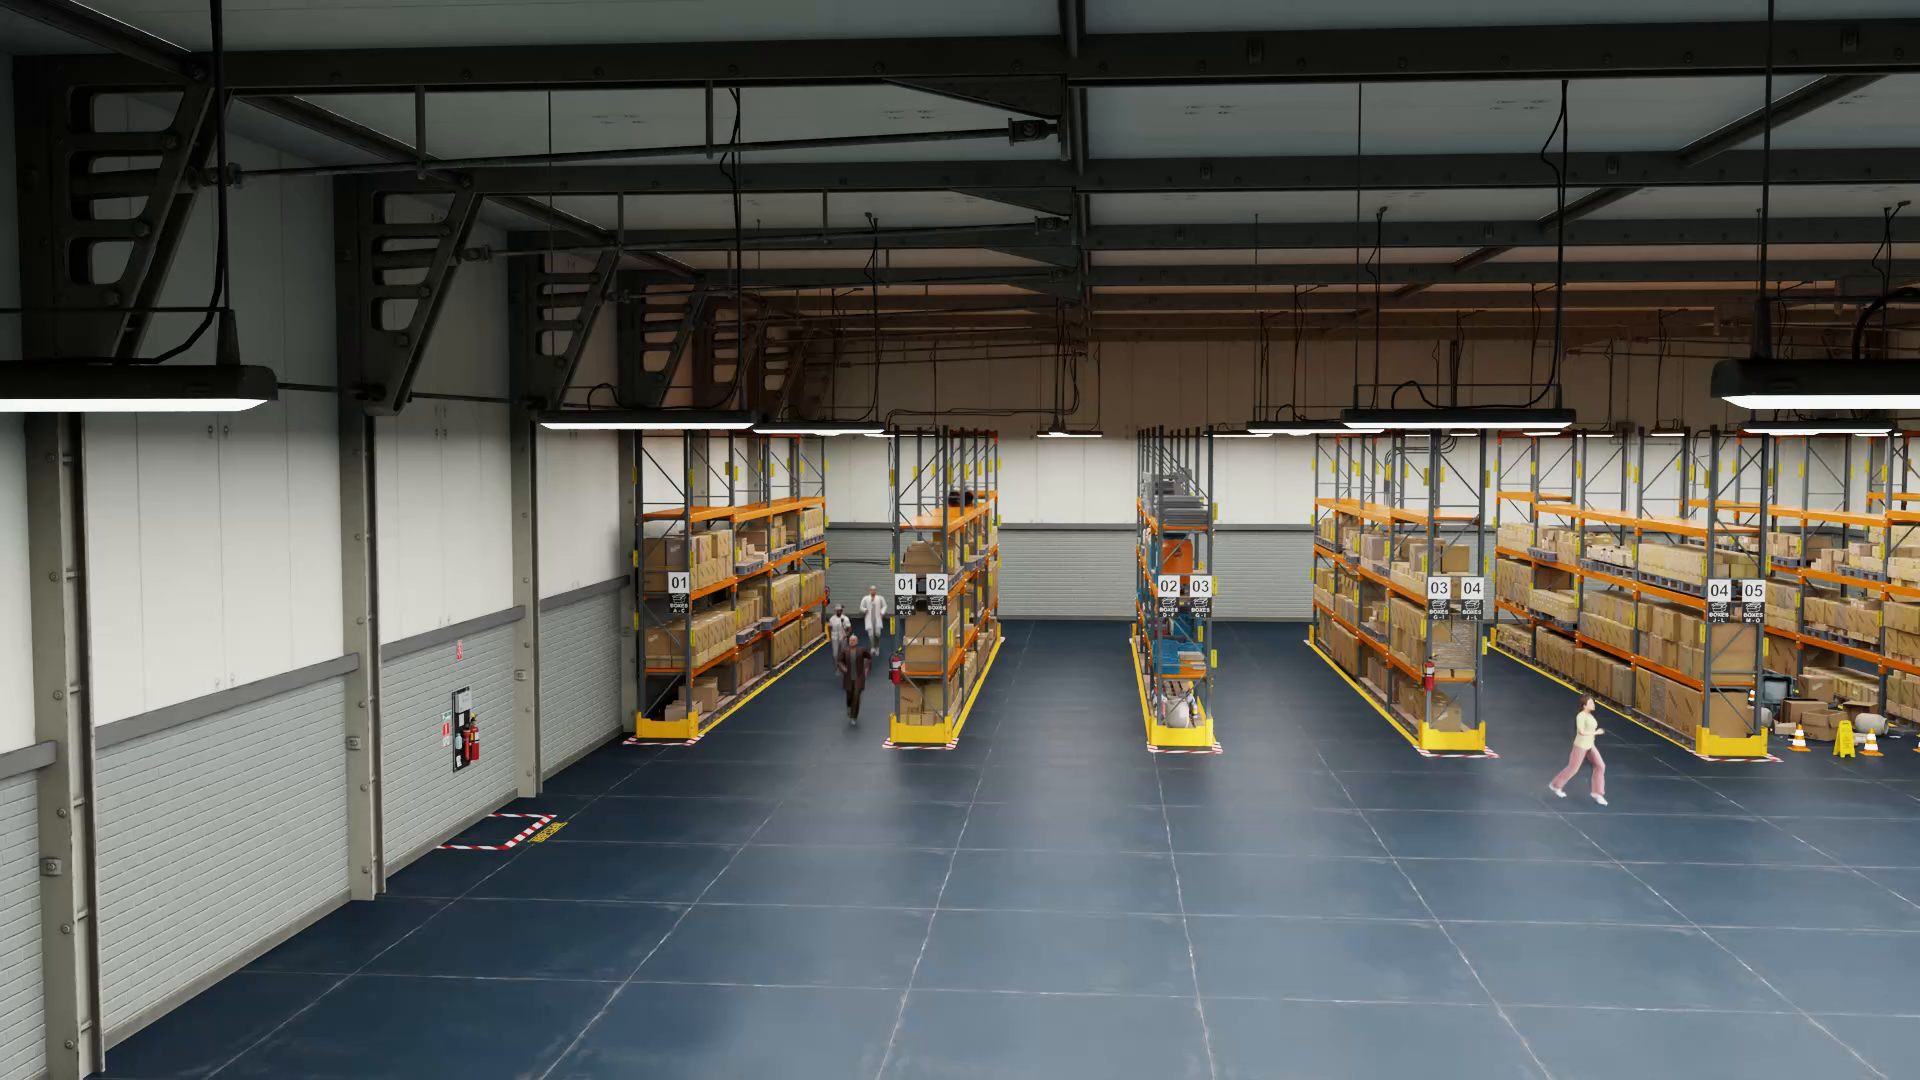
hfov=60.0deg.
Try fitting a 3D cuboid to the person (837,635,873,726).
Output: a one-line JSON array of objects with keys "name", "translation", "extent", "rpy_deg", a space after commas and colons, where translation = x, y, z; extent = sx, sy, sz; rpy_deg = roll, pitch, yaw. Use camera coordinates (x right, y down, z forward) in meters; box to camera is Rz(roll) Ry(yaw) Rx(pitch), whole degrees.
[{"name": "person", "translation": [-2.141, 2.816, 33.770], "extent": [0.719, 1.781, 0.995], "rpy_deg": [0, 3, 3]}]

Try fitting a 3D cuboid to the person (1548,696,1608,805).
[{"name": "person", "translation": [9.812, 3.307, 26.325], "extent": [0.882, 1.714, 0.584], "rpy_deg": [3, 5, 42]}]

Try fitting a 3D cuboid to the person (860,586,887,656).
[{"name": "person", "translation": [-2.205, 2.075, 42.455], "extent": [0.698, 1.794, 0.633], "rpy_deg": [0, 3, -4]}]

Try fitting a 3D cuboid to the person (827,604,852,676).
[{"name": "person", "translation": [-2.817, 2.311, 38.774], "extent": [0.590, 1.671, 0.695], "rpy_deg": [0, 3, 3]}]
